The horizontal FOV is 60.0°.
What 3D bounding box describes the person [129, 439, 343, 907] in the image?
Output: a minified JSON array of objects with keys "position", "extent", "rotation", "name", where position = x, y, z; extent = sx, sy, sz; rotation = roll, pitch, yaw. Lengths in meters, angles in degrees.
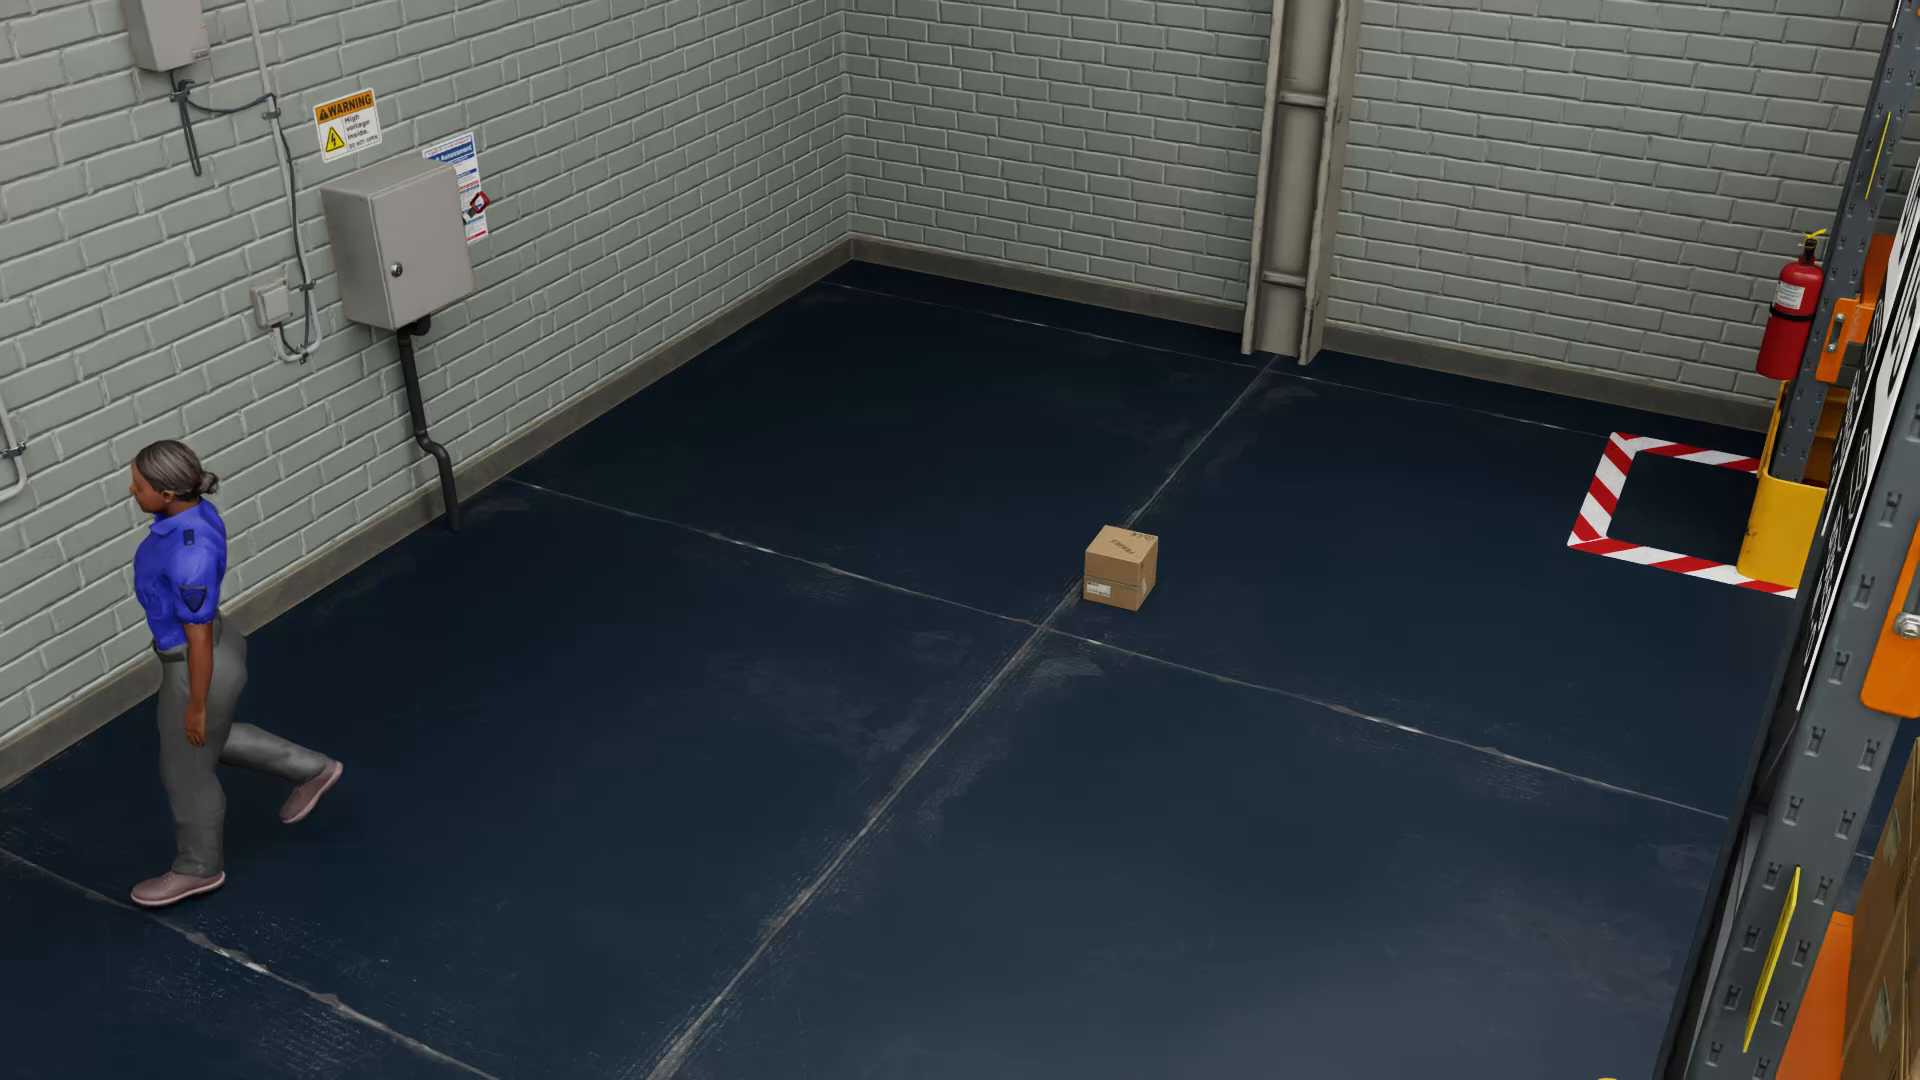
[{"position":[-2.491,0.417,5.406],"extent":[0.732,1.632,0.461],"rotation":[-11,32,-18],"name":"person"}]
